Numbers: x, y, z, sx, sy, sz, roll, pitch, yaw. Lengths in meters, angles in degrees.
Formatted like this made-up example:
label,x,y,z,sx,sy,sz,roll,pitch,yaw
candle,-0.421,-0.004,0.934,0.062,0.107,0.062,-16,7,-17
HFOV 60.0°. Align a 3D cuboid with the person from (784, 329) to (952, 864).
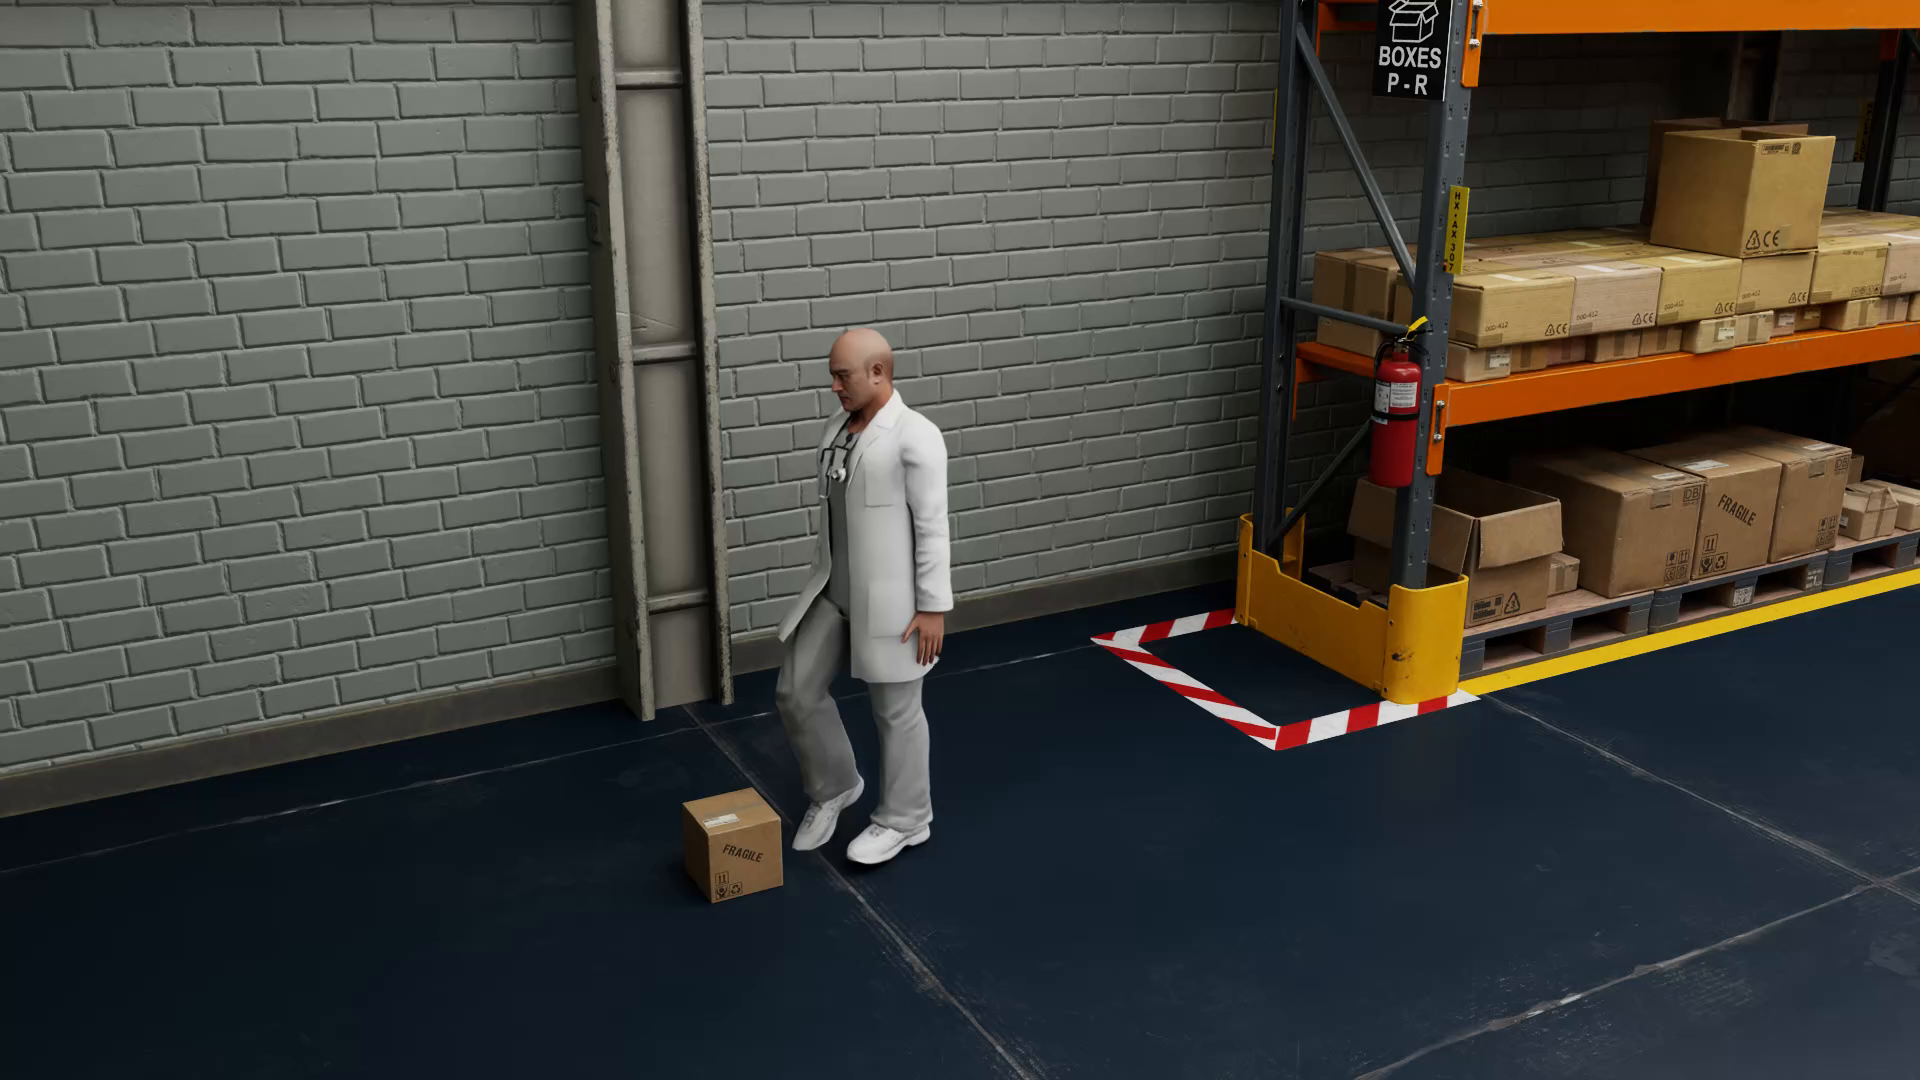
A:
label,x,y,z,sx,sy,sz,roll,pitch,yaw
person,-0.303,0.214,5.441,0.404,1.827,0.678,-13,22,-34
